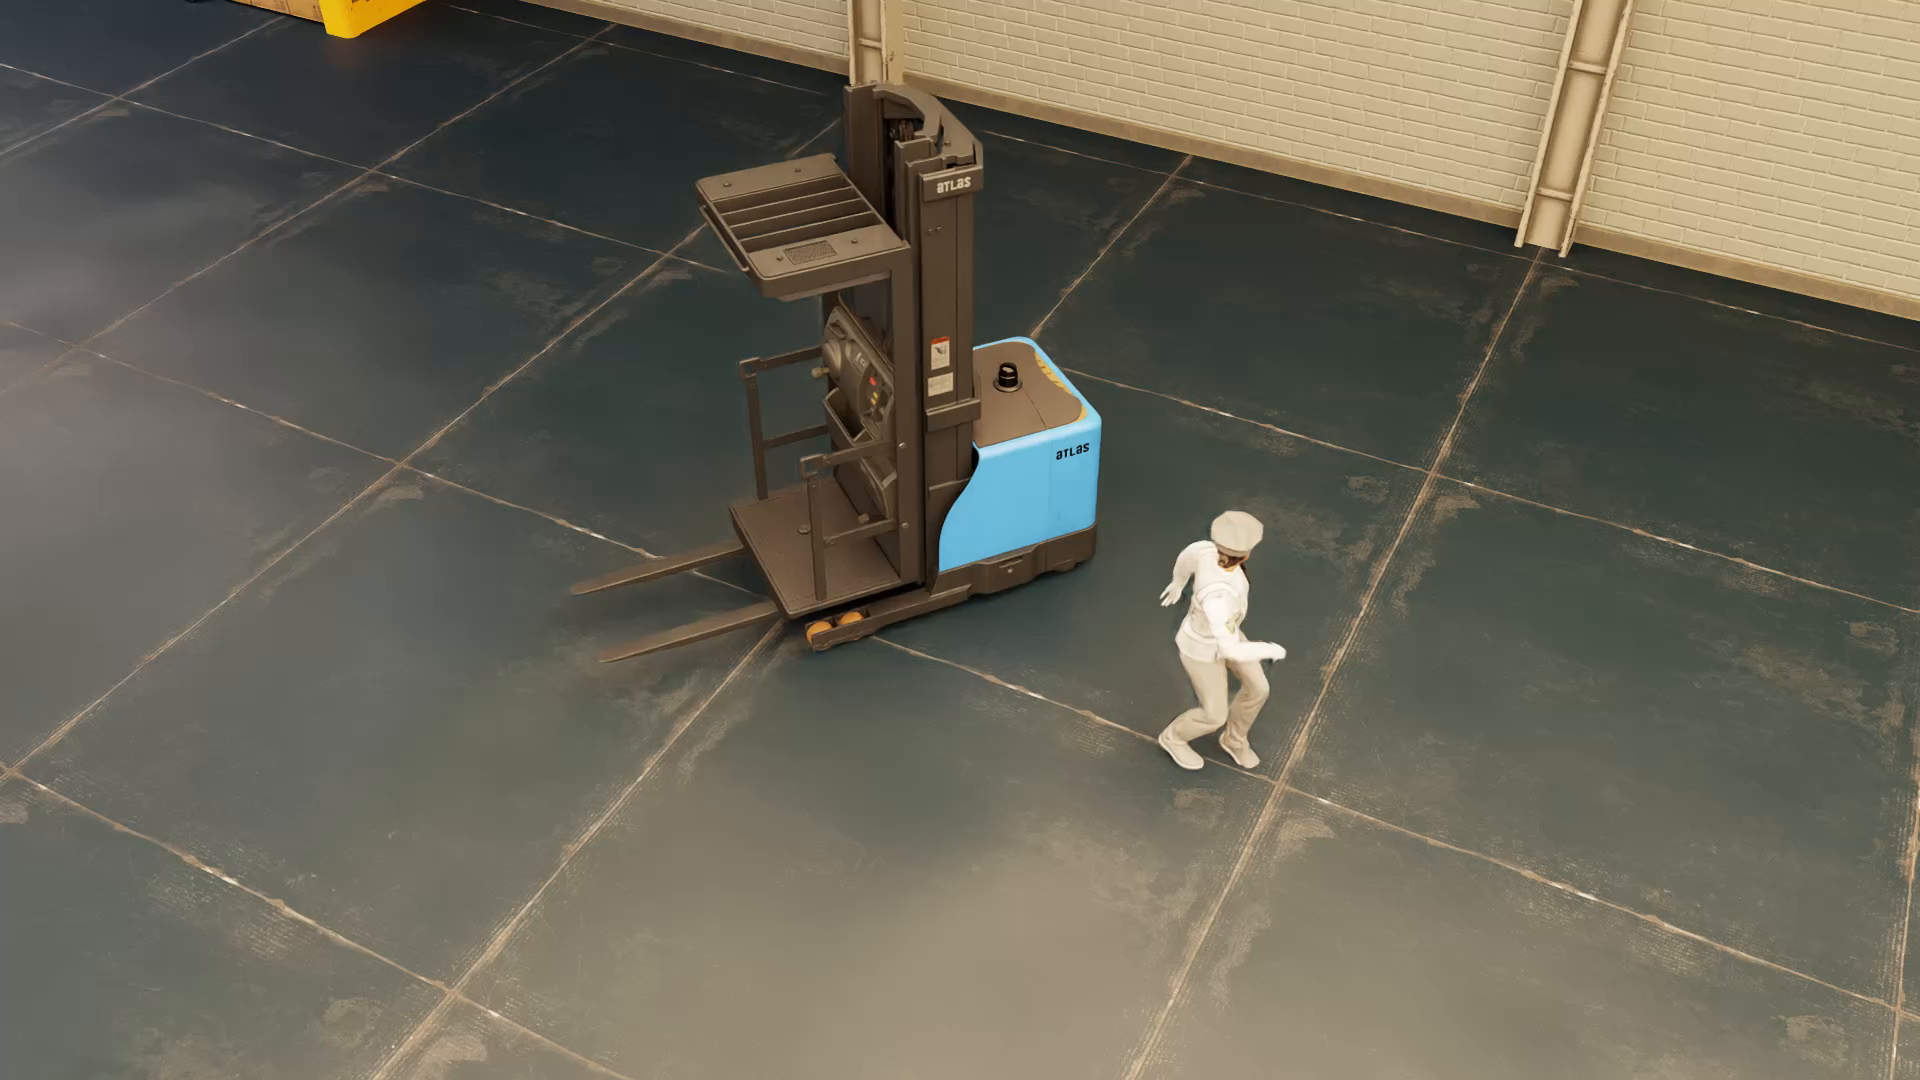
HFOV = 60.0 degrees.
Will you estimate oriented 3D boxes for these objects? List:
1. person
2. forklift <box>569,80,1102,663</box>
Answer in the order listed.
[{"bbox_3d":[1.280,0.546,8.416,0.734,1.664,0.577,17,43,20],"label":"person"},{"bbox_3d":[-0.740,-0.880,9.031,3.031,2.935,1.130,-16,43,-18],"label":"forklift"}]
